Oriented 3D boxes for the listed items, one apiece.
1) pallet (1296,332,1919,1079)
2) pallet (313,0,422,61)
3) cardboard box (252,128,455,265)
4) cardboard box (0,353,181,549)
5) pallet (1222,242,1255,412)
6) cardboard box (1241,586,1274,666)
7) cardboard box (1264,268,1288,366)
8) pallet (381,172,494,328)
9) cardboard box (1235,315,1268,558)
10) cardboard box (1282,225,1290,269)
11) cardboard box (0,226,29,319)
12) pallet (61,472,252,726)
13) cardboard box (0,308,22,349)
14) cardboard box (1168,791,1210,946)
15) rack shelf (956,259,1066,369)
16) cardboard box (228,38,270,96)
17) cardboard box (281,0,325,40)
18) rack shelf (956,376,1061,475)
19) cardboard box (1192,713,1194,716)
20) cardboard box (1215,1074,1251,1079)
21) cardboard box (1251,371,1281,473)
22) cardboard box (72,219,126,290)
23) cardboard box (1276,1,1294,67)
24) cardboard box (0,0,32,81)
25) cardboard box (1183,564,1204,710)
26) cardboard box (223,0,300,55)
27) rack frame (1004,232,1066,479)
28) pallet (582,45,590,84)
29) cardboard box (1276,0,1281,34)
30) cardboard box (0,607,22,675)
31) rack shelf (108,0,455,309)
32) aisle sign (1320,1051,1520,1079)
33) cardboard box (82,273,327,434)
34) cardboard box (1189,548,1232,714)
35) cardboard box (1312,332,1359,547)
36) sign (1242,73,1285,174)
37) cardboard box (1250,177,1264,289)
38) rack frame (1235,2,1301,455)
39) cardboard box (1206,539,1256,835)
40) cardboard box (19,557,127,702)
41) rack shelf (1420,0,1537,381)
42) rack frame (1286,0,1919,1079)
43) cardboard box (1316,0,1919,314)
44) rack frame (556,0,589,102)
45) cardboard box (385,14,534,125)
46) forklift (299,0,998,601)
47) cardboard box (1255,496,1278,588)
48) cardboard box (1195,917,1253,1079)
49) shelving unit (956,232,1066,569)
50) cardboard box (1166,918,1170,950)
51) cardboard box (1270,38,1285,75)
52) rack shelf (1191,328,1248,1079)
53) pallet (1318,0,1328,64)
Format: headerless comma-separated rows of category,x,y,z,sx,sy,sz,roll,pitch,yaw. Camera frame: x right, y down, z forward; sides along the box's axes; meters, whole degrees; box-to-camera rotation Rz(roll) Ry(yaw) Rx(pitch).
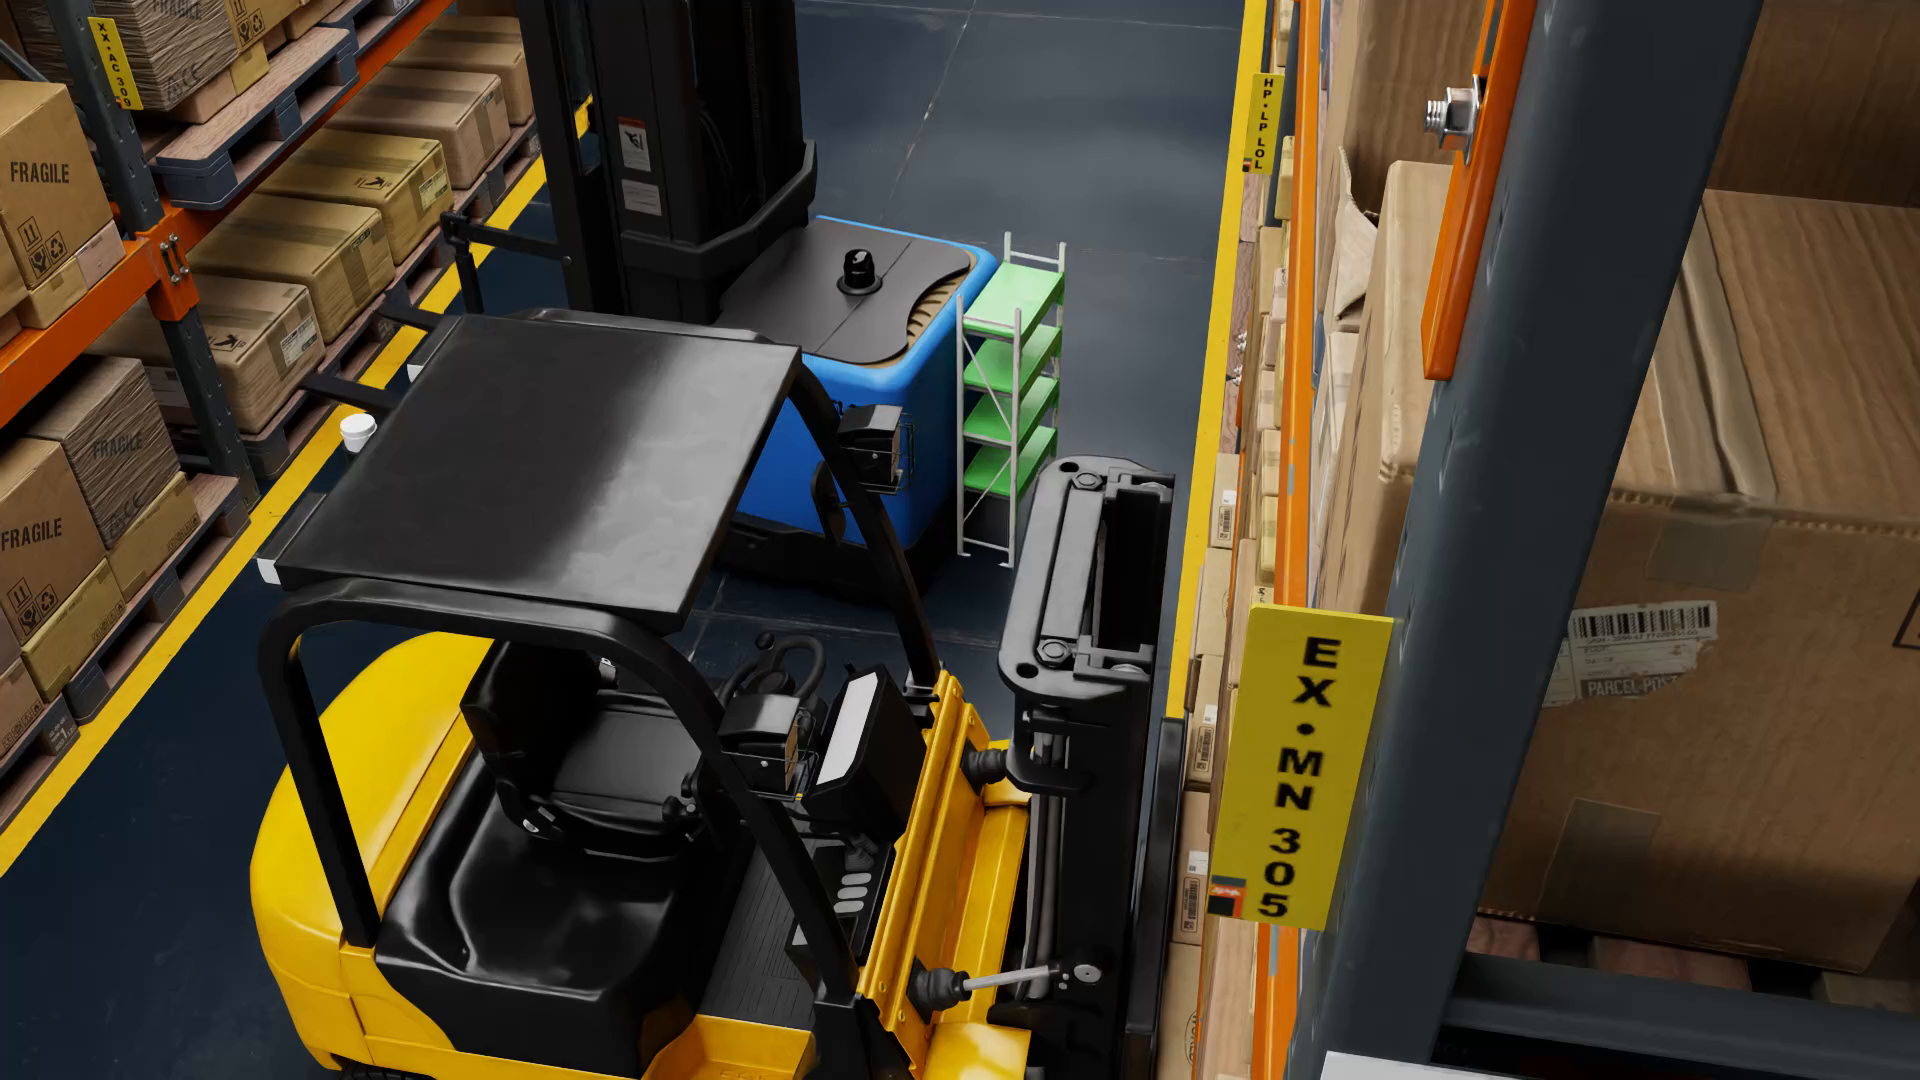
pallet,0.922,0.146,1.935,1.003,0.211,1.213,6,40,8
pallet,-3.033,-2.536,7.614,1.003,0.211,1.213,6,40,8
cardboard box,-3.095,-1.713,8.201,0.950,0.372,0.625,8,40,9
cardboard box,-3.261,-0.337,6.043,0.500,0.500,0.500,6,40,7
pallet,1.764,-0.962,7.747,1.003,0.211,1.213,6,40,8
cardboard box,0.751,0.245,3.278,0.380,0.149,0.250,7,40,9
cardboard box,0.982,-0.552,4.243,0.380,0.149,0.250,7,40,9
pallet,-3.081,-1.529,8.433,1.003,0.211,1.213,6,40,8
cardboard box,1.059,-0.262,4.634,0.500,0.500,0.500,7,40,8
cardboard box,1.109,-0.756,4.723,0.380,0.149,0.250,7,40,9
cardboard box,-3.337,-0.870,5.136,0.500,0.500,0.500,8,40,9
pallet,-3.505,0.153,6.399,1.003,0.211,1.213,6,40,8
cardboard box,-3.337,-0.702,5.442,0.380,0.149,0.250,7,40,8
cardboard box,0.802,0.942,4.301,0.500,0.250,0.500,6,40,7
rack shelf,0.193,-0.845,6.178,0.258,0.148,0.480,14,42,16
cardboard box,-2.964,-1.879,6.537,0.380,0.149,0.250,7,40,9
cardboard box,-2.905,-2.223,6.952,0.380,0.149,0.250,7,40,8
rack shelf,0.193,-0.475,6.484,0.258,0.148,0.480,14,42,16
cardboard box,0.993,0.489,5.240,0.500,0.250,0.500,6,40,7
cardboard box,0.573,1.008,2.589,0.380,0.149,0.250,7,40,8
cardboard box,0.929,-0.279,4.146,0.380,0.149,0.250,6,40,7
cardboard box,-3.178,-1.015,5.820,0.380,0.149,0.250,6,40,7
cardboard box,1.343,-1.821,6.010,0.380,0.149,0.250,5,40,6
cardboard box,-3.569,-1.977,6.146,0.500,0.500,0.500,6,40,7
cardboard box,1.057,0.363,5.785,0.500,0.250,0.500,7,40,8
cardboard box,-2.973,-2.239,6.462,0.500,0.500,0.500,7,40,8
rack frame,0.282,-0.669,6.618,0.240,1.200,0.015,14,42,16
pallet,-2.520,-3.269,10.538,1.003,0.211,1.213,6,40,8
cardboard box,1.667,-2.364,7.372,0.500,0.250,0.500,5,40,6
cardboard box,-3.435,0.303,5.269,0.500,0.500,0.500,8,40,10
rack shelf,-3.077,-2.325,7.772,1.077,0.370,4.000,6,40,8
aisle sign,0.474,0.716,1.490,0.394,0.787,0.004,6,40,8
cardboard box,-3.335,-0.825,7.127,0.950,0.372,0.625,7,40,8
cardboard box,0.975,0.300,5.077,0.500,0.250,0.500,6,40,8
cardboard box,0.618,-0.104,1.957,0.380,0.149,0.250,5,40,6
sign,0.930,-1.271,5.087,0.100,0.325,0.005,6,40,8
cardboard box,1.296,-1.089,5.831,0.500,0.250,0.500,7,40,9
rack frame,1.466,-0.802,5.366,1.000,3.000,0.127,6,40,8
cardboard box,0.864,0.369,3.871,0.500,0.500,0.500,7,40,8
cardboard box,-3.343,0.287,5.877,0.500,0.250,0.500,5,40,6
rack shelf,1.120,-1.427,2.293,1.077,0.370,4.000,6,40,8
rack frame,0.774,-0.603,0.418,1.000,3.000,0.127,6,40,8
cardboard box,0.886,-0.623,2.309,0.700,0.500,0.500,7,40,8
rack frame,-2.731,-3.857,9.061,1.000,3.000,0.127,6,40,8
cardboard box,-2.839,-2.653,9.337,0.950,0.372,0.625,4,40,5
forklift,-1.406,-1.493,6.255,3.031,2.935,1.130,14,42,17
cardboard box,0.865,0.049,3.749,0.380,0.149,0.250,6,40,7
cardboard box,0.700,1.008,3.099,0.500,0.500,0.500,8,40,9
shelving unit,0.193,-0.525,6.443,0.258,1.200,0.503,14,42,16
cardboard box,0.807,1.120,4.477,0.500,0.250,0.500,6,40,8
cardboard box,1.381,-1.597,6.052,0.500,0.250,0.500,5,40,7
rack shelf,1.120,0.731,4.077,1.077,0.370,4.000,6,40,8
pallet,1.344,-1.385,3.787,1.003,0.211,1.213,6,40,8
